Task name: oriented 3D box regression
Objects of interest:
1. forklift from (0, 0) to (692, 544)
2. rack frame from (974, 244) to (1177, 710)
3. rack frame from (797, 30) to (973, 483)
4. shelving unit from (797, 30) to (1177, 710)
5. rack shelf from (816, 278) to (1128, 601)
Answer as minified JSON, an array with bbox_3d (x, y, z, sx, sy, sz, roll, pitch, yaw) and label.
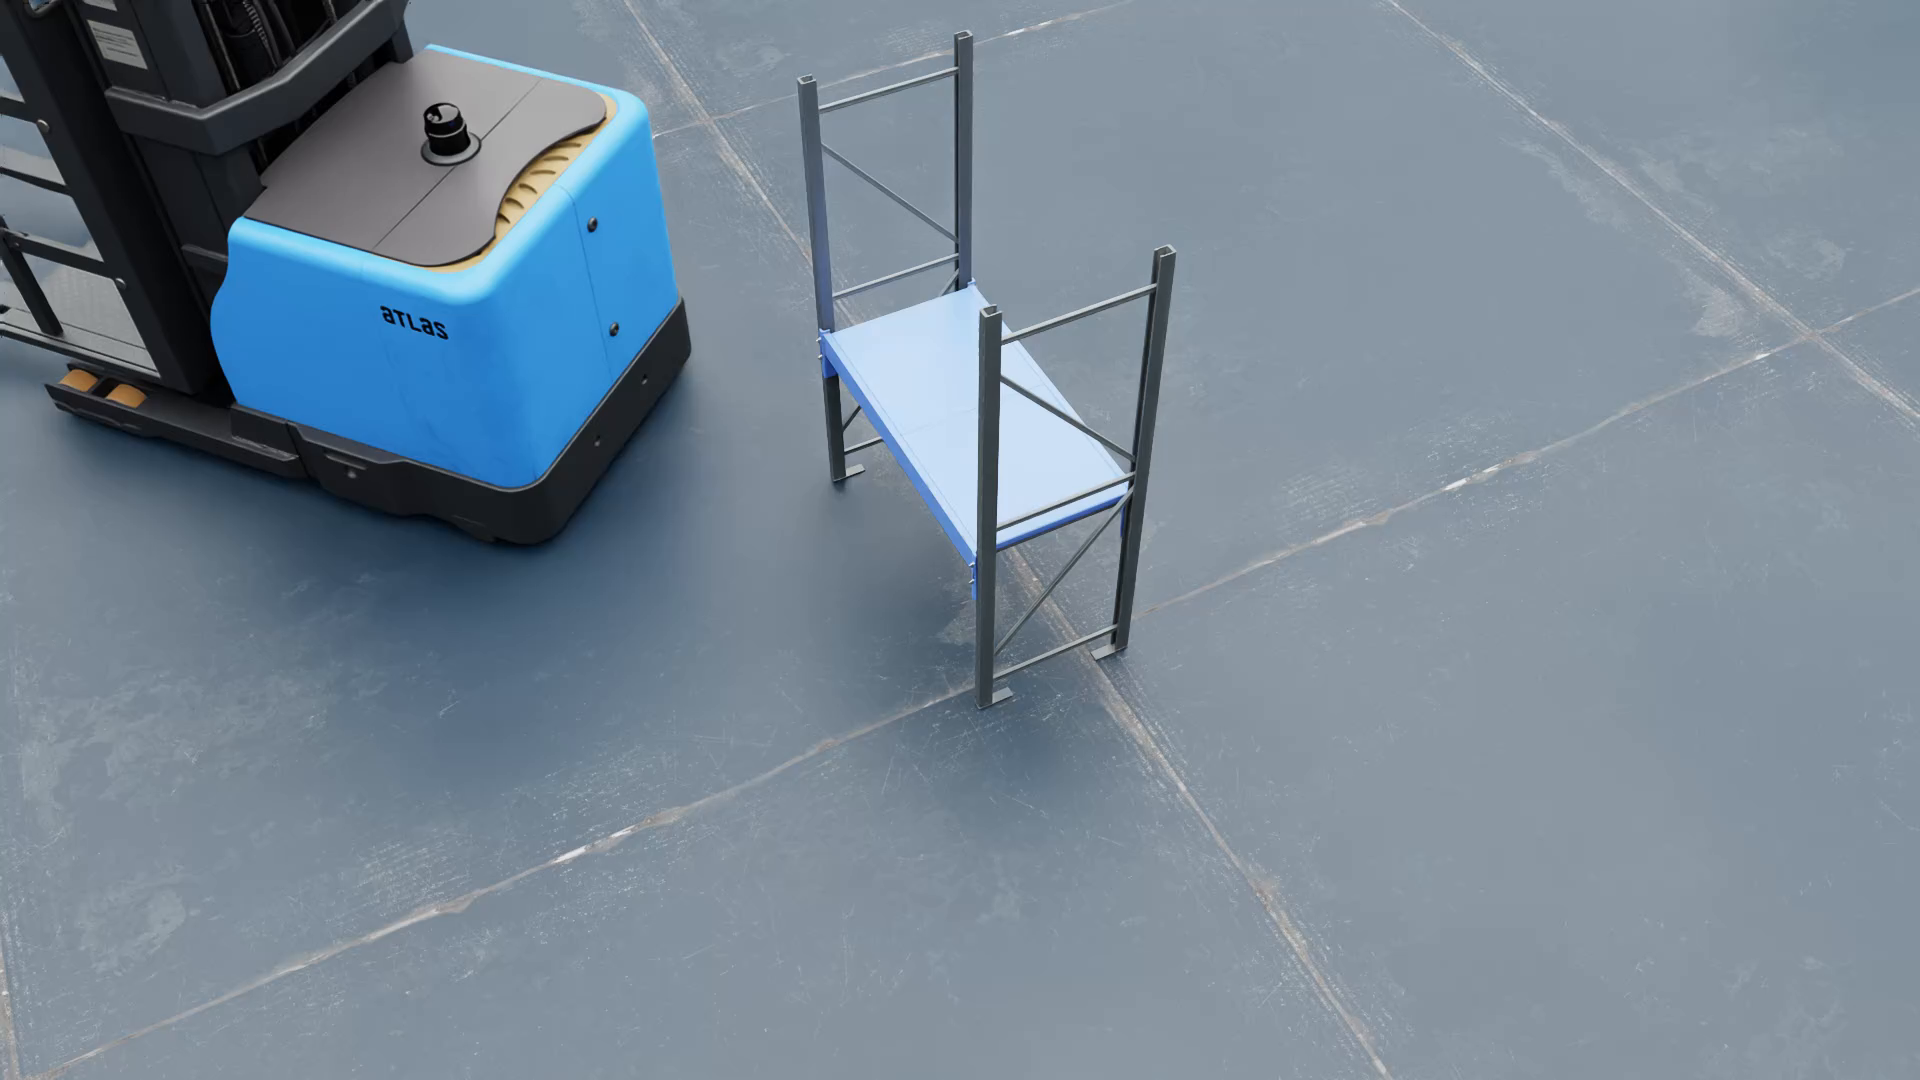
[{"bbox_3d":[-2.493,-1.671,4.764,3.031,2.935,1.130,17,51,14],"label":"forklift"},{"bbox_3d":[0.272,-0.096,4.338,0.500,1.500,0.032,-21,52,-18],"label":"rack frame"},{"bbox_3d":[-0.194,-0.777,4.933,0.500,1.500,0.032,-21,52,-18],"label":"rack frame"},{"bbox_3d":[0.039,-0.437,4.636,0.538,1.500,1.048,-21,52,-18],"label":"shelving unit"},{"bbox_3d":[0.039,-0.318,4.771,0.538,0.185,1.000,-21,52,-18],"label":"rack shelf"}]
